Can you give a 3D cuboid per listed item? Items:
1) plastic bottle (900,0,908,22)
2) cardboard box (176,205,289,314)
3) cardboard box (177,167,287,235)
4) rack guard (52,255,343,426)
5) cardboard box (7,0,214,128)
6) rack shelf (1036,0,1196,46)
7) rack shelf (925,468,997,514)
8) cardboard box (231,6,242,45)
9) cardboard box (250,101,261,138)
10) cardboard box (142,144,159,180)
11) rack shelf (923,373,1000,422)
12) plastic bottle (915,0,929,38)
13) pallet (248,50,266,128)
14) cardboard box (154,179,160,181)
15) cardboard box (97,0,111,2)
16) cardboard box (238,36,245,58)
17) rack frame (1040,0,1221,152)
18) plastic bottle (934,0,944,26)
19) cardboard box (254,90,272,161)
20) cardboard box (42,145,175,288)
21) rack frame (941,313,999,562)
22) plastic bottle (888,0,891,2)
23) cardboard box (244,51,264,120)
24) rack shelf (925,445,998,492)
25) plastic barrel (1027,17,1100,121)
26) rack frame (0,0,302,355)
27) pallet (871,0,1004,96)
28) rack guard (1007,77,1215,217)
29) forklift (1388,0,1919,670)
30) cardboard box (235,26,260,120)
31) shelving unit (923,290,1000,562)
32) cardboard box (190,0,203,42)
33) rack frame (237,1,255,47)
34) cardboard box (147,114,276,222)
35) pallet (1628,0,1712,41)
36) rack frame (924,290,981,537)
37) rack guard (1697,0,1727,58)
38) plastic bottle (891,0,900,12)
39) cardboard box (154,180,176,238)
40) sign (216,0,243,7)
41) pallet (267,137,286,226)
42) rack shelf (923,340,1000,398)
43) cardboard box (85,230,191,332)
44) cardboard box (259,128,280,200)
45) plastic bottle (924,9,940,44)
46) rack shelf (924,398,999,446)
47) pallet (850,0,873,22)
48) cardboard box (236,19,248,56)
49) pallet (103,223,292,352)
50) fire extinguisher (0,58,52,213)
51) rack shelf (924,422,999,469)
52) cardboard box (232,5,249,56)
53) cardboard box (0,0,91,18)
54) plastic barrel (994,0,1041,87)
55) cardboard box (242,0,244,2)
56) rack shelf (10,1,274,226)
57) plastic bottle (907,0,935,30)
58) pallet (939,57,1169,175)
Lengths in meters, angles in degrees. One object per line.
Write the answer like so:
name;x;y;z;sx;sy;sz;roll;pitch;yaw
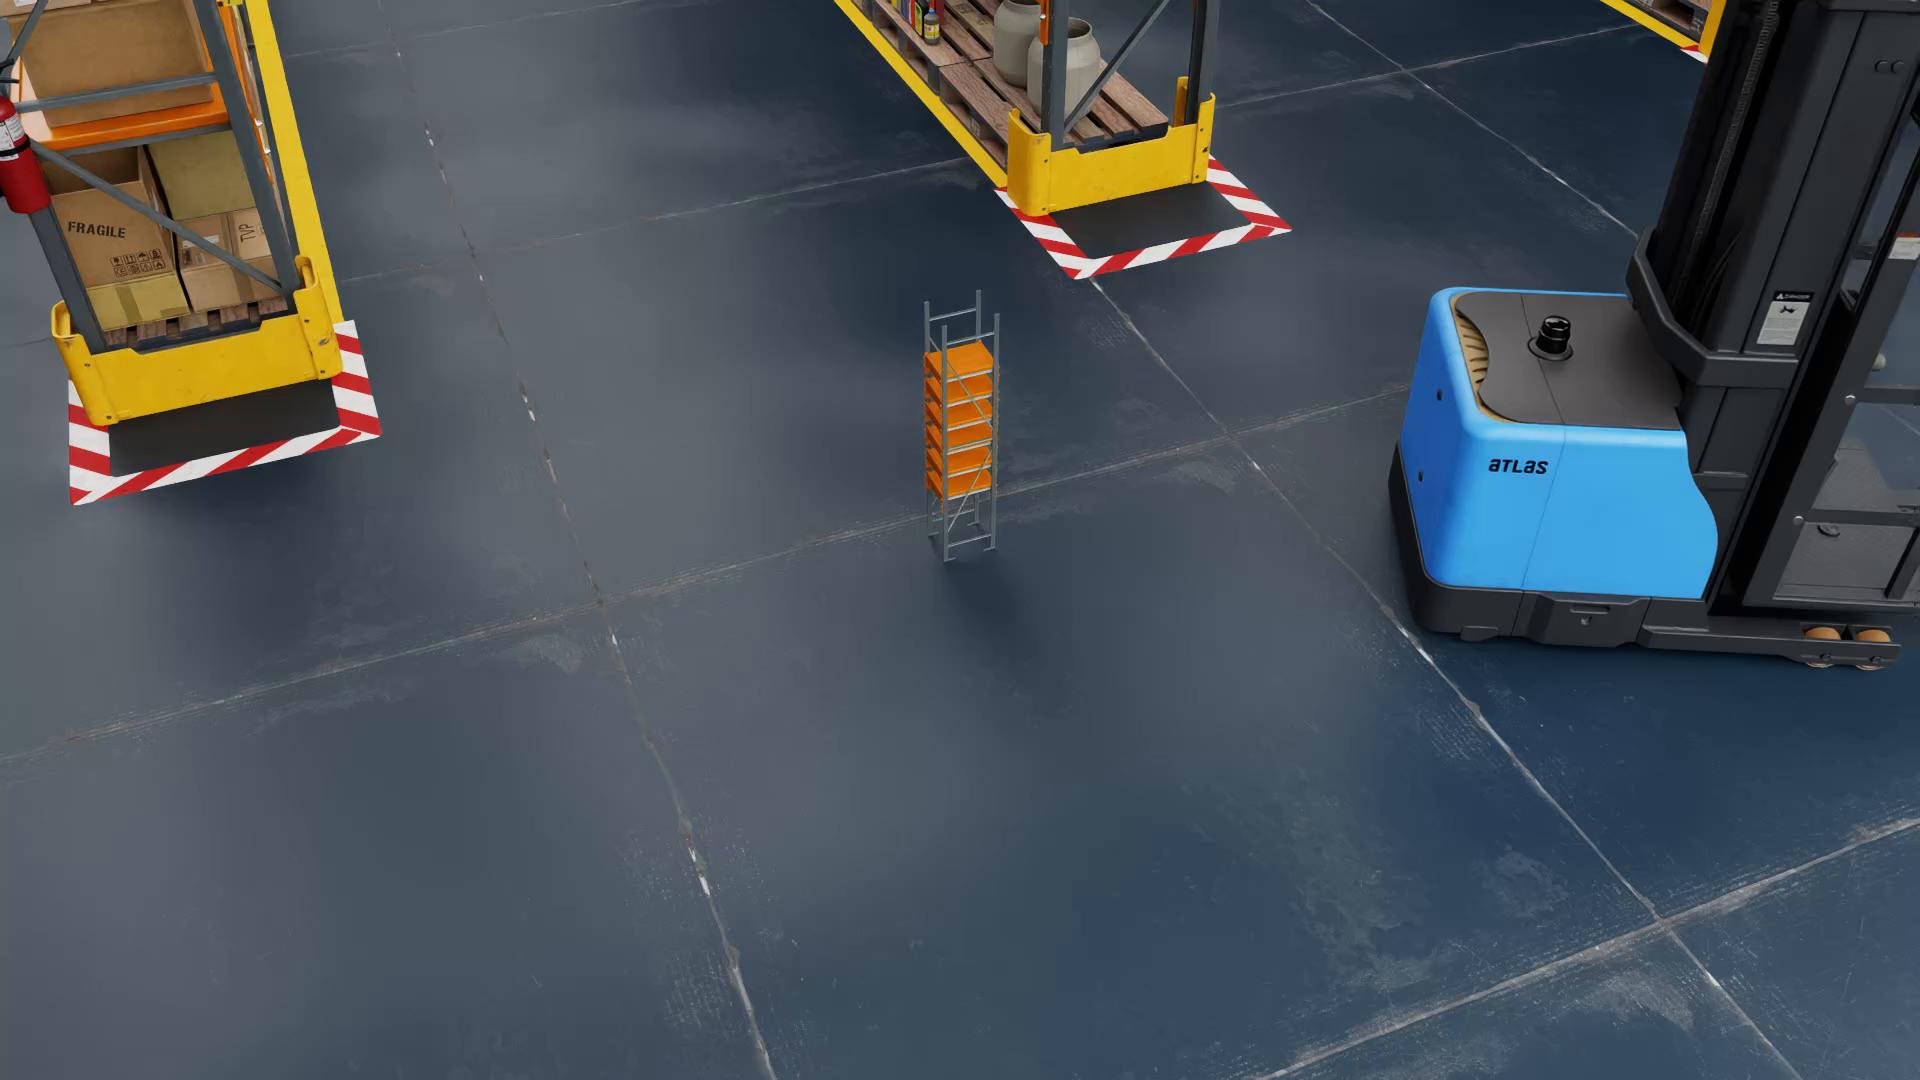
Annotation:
plastic bottle;-0.303;-3.534;10.811;0.152;0.276;0.135;-16;43;-18
cardboard box;-3.649;-1.423;8.391;0.500;0.250;0.500;-15;43;-17
cardboard box;-3.843;-1.723;8.740;0.500;0.250;0.500;-15;43;-17
rack guard;-3.640;-0.965;7.989;1.175;0.500;0.348;-15;43;-17
cardboard box;-3.816;-2.250;7.489;0.700;0.500;0.500;-15;43;-17
rack shelf;0.164;-4.093;10.261;1.077;0.370;4.000;-15;43;-17
rack shelf;0.006;-0.231;7.034;0.258;0.103;0.180;-15;43;-17
cardboard box;-4.620;-3.209;9.893;0.500;0.500;0.500;-15;43;-17
cardboard box;-4.045;-2.306;8.842;0.500;0.500;0.500;-15;43;-17
cardboard box;-4.525;-2.176;8.692;0.500;0.500;0.500;-15;43;-17
rack shelf;0.006;-0.594;6.721;0.258;0.103;0.180;-15;43;-17
plastic bottle;-0.240;-3.361;10.603;0.061;0.283;0.133;-14;43;-16
pallet;-4.914;-2.790;10.333;1.003;0.211;1.213;-15;43;-17
cardboard box;-4.523;-1.892;8.937;0.500;0.250;0.500;-15;43;-17
cardboard box;-3.600;-2.501;7.284;0.380;0.149;0.250;-15;43;-17
cardboard box;-4.425;-2.909;9.544;0.500;0.500;0.500;-15;43;-17
rack frame;0.929;-3.161;8.625;1.000;3.000;0.127;-15;43;-17
plastic bottle;-0.152;-3.480;10.743;0.061;0.283;0.133;-15;43;-17
cardboard box;-4.221;-2.327;9.442;0.500;0.250;0.500;-15;43;-17
cardboard box;-4.129;-1.577;7.995;0.500;0.500;0.500;-15;43;-17
rack frame;0.041;-0.391;6.785;0.240;1.200;0.006;-15;43;-17
plastic bottle;-0.441;-3.773;11.032;0.144;0.351;0.185;-15;43;-17
cardboard box;-4.413;-2.628;9.792;0.500;0.250;0.500;-15;43;-17
rack shelf;0.006;-0.322;6.956;0.258;0.103;0.180;-15;43;-17
plastic barrel;0.606;-2.754;9.738;0.421;0.512;0.421;0;41;0
rack frame;-3.649;-1.928;7.191;1.000;3.000;0.127;-15;43;-17
pallet;0.087;-3.362;10.998;1.003;0.211;1.213;-15;43;-17
rack guard;0.856;-2.247;9.480;1.175;0.500;0.348;-15;43;-17
forklift;3.389;-0.954;6.112;3.031;2.935;1.130;3;41;3
cardboard box;-4.220;-2.611;9.198;0.500;0.500;0.500;-15;43;-17
shelving unit;0.006;-0.446;6.849;0.258;1.200;0.189;-15;43;-17
cardboard box;-4.021;-2.565;7.856;0.700;0.500;0.500;-14;43;-16
rack frame;-5.180;-4.337;9.993;1.000;3.000;0.127;-15;43;-17
cardboard box;-3.842;-2.008;8.496;0.500;0.500;0.500;-15;43;-17
pallet;5.198;-3.883;11.604;1.003;0.211;1.213;-15;43;-17
rack frame;-0.029;-0.501;6.913;0.240;1.200;0.006;-15;43;-17
rack guard;5.476;-3.495;10.930;1.175;0.500;0.348;-15;43;-17
plastic bottle;-0.370;-3.661;10.901;0.144;0.351;0.185;-13;42;-15
cardboard box;-4.330;-1.592;8.587;0.500;0.250;0.500;-15;43;-17
sign;-3.134;-2.421;7.040;0.100;0.325;0.005;-15;43;-17
pallet;-4.443;-2.054;9.477;1.003;0.211;1.213;-15;43;-17
rack shelf;0.006;-0.685;6.643;0.258;0.103;0.180;-15;43;-17
cardboard box;-4.127;-1.294;8.240;0.500;0.250;0.500;-15;43;-17
cardboard box;-4.034;-2.024;9.090;0.500;0.250;0.500;-15;43;-17
plastic bottle;-0.179;-3.264;10.554;0.097;0.201;0.097;0;41;0
rack shelf;0.006;-0.504;6.799;0.258;0.103;0.180;-15;43;-17
pallet;-0.383;-4.098;11.854;1.003;0.211;1.213;-15;43;-17
cardboard box;-4.618;-2.925;10.138;0.500;0.250;0.500;-15;43;-17
pallet;-3.980;-1.321;8.624;1.003;0.211;1.213;-15;43;-17
fire extinguisher;-4.033;-1.711;6.999;0.296;0.674;0.183;-15;43;-17
rack shelf;0.006;-0.413;6.878;0.258;0.103;0.180;-15;43;-17
cardboard box;-4.800;-3.229;10.491;0.500;0.250;0.500;-15;43;-17
cardboard box;-3.971;-2.394;7.159;0.380;0.149;0.250;-16;43;-18
plastic barrel;0.415;-3.056;10.090;0.421;0.512;0.421;0;41;0
cardboard box;-5.105;-3.759;11.107;0.500;0.250;0.500;-16;43;-18
rack shelf;-4.414;-2.860;8.826;1.077;0.370;4.000;-15;43;-17
plastic bottle;-0.250;-3.451;10.714;0.152;0.276;0.135;-15;43;-17
pallet;0.550;-2.628;10.145;1.003;0.211;1.213;-15;43;-17
